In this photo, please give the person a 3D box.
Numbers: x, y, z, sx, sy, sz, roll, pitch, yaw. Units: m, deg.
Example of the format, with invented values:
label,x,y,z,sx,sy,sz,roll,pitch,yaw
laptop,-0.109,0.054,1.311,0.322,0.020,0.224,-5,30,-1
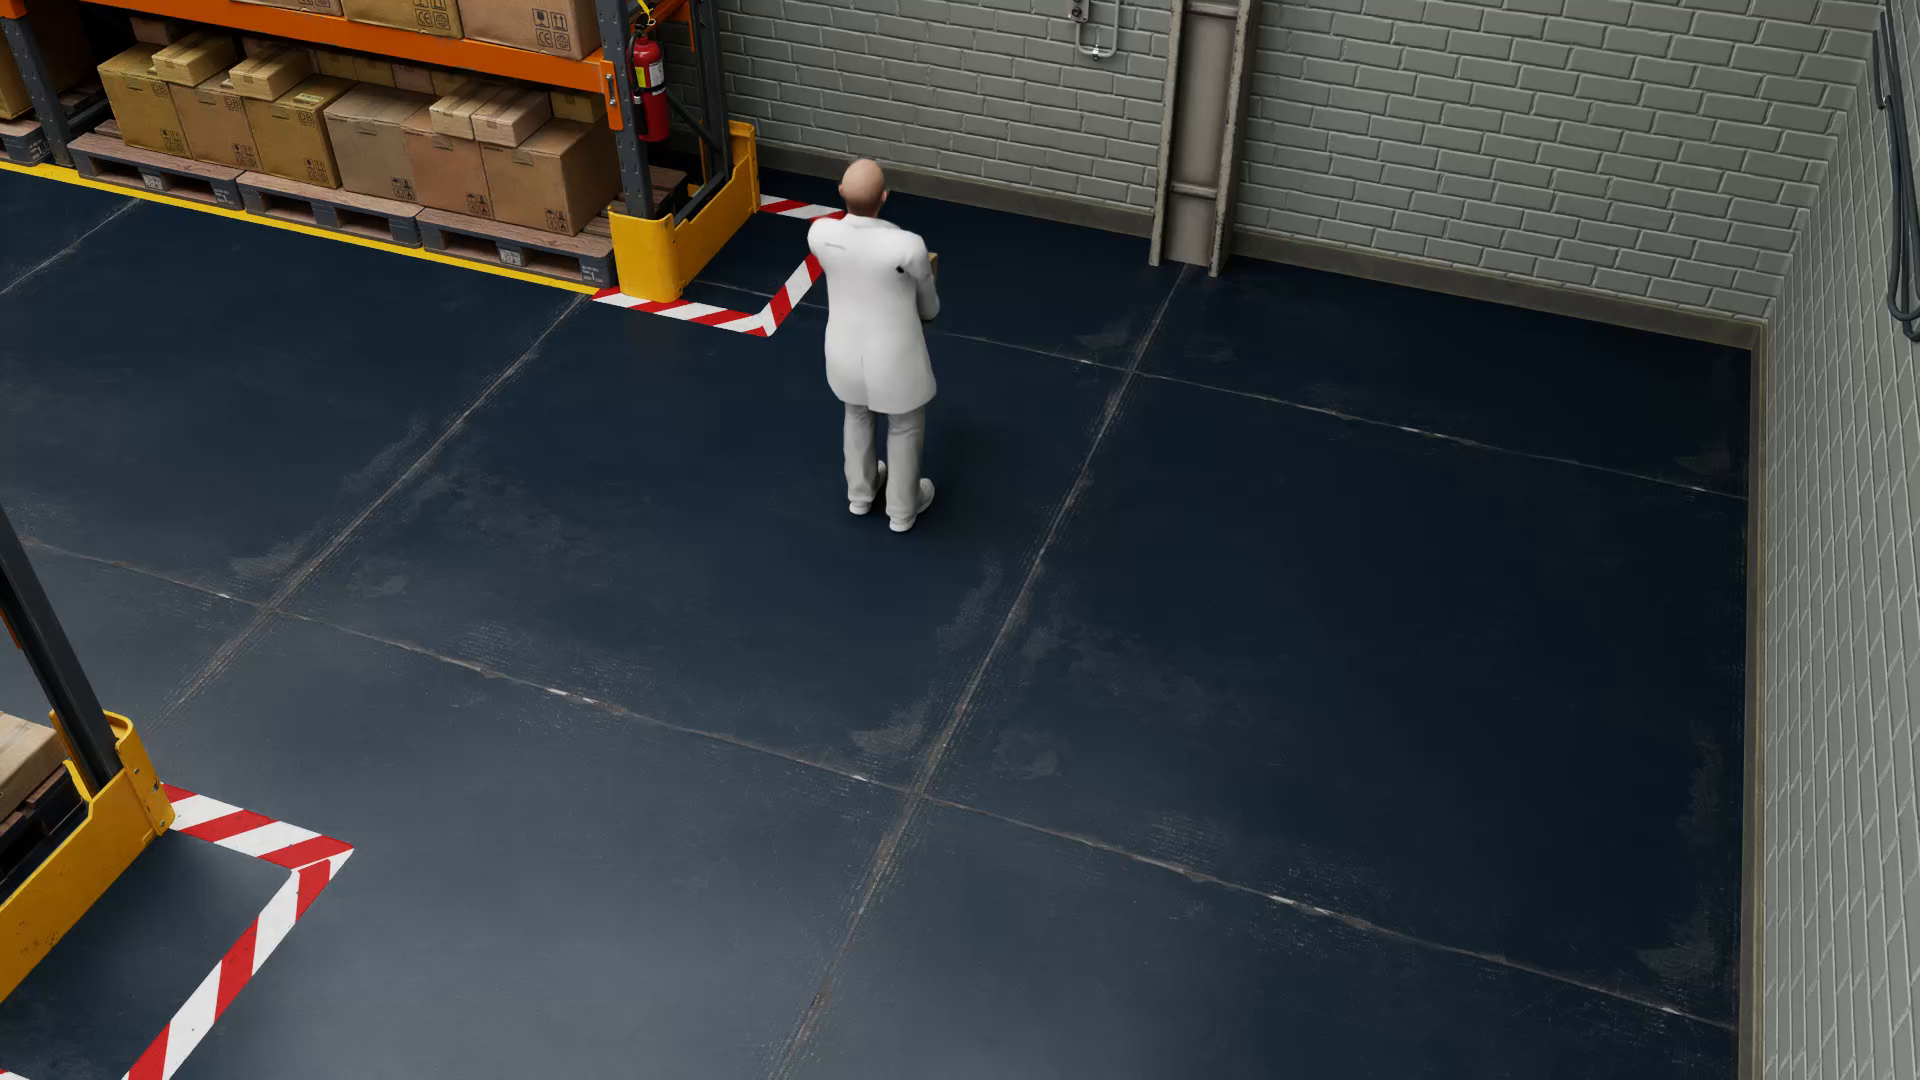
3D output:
label,x,y,z,sx,sy,sz,roll,pitch,yaw
person,-0.327,-0.880,7.187,0.527,1.780,0.551,13,43,14
